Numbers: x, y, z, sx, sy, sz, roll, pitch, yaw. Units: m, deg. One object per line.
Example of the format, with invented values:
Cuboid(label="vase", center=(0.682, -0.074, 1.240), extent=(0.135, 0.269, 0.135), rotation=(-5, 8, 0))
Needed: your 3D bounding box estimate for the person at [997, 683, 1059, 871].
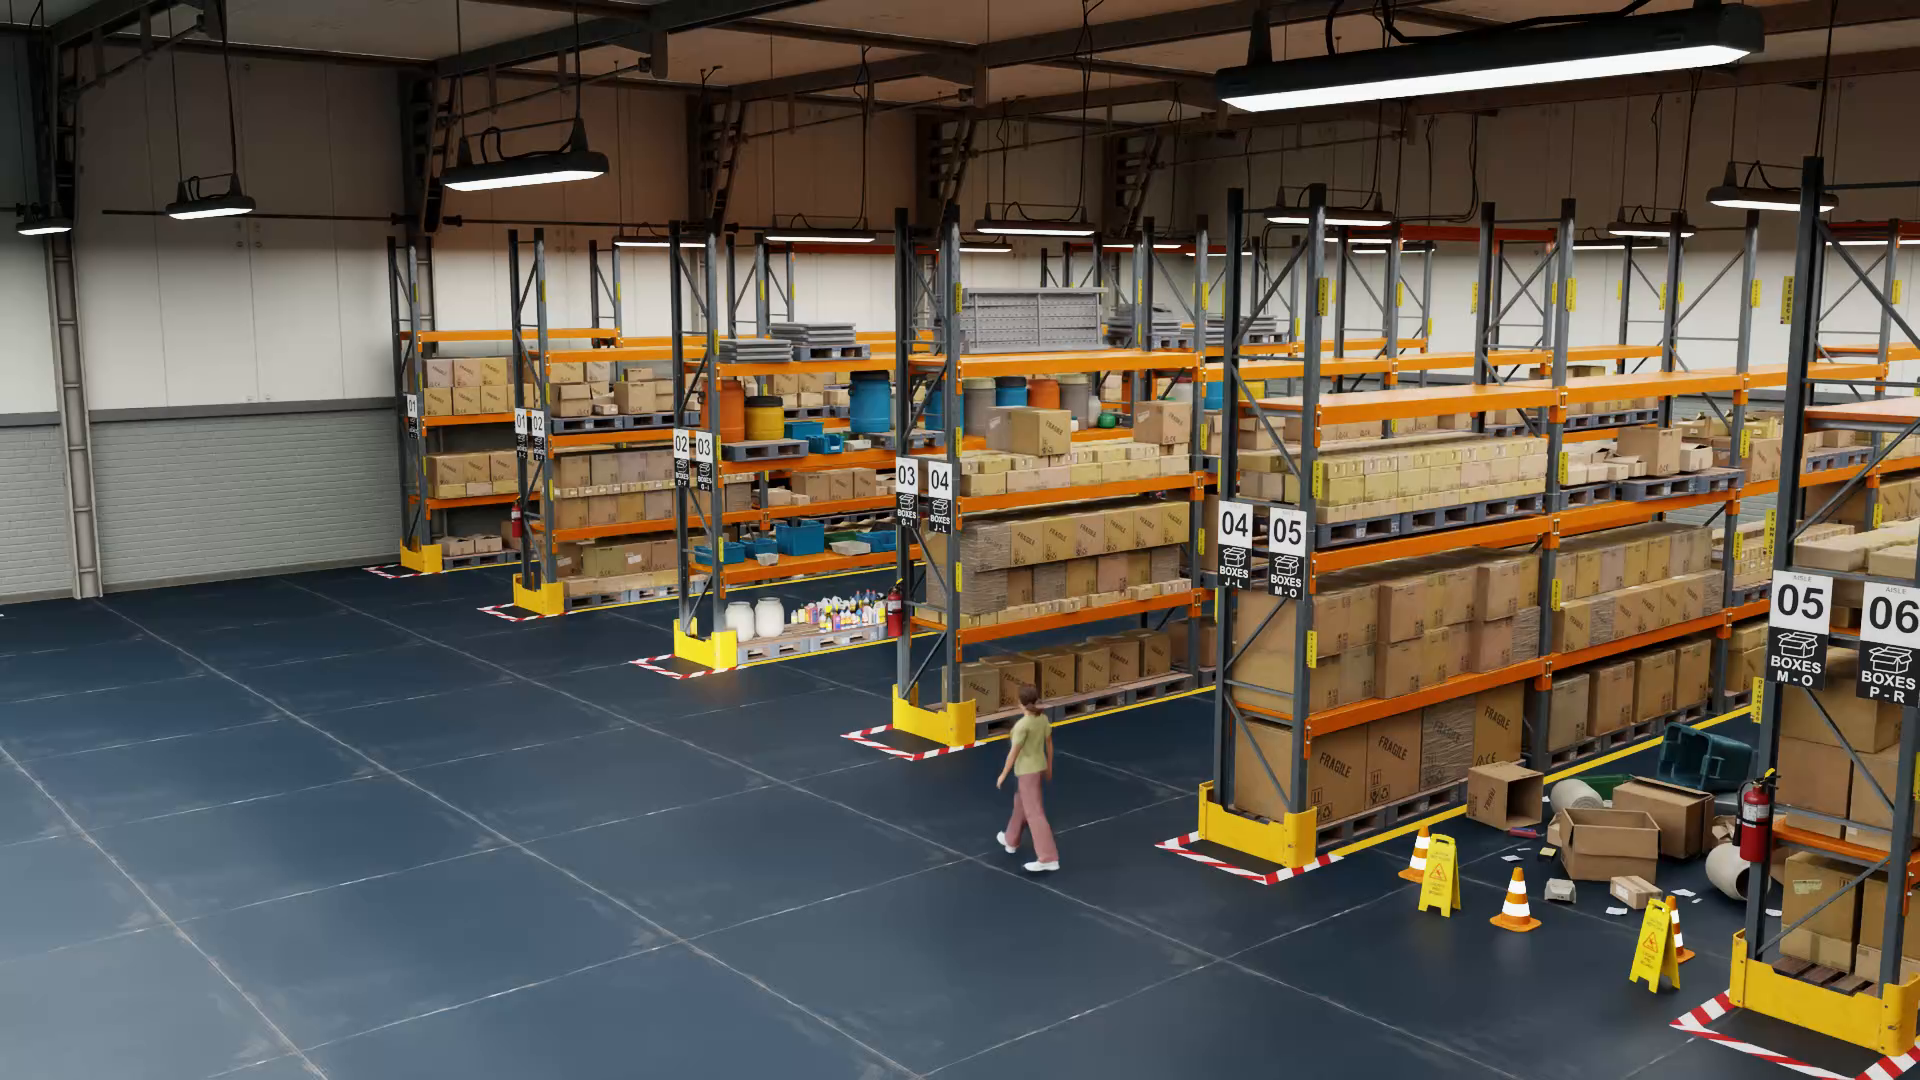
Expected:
Cuboid(label="person", center=(0.594, 2.076, 14.894), extent=(0.823, 1.641, 0.588), rotation=(5, 10, 28))
